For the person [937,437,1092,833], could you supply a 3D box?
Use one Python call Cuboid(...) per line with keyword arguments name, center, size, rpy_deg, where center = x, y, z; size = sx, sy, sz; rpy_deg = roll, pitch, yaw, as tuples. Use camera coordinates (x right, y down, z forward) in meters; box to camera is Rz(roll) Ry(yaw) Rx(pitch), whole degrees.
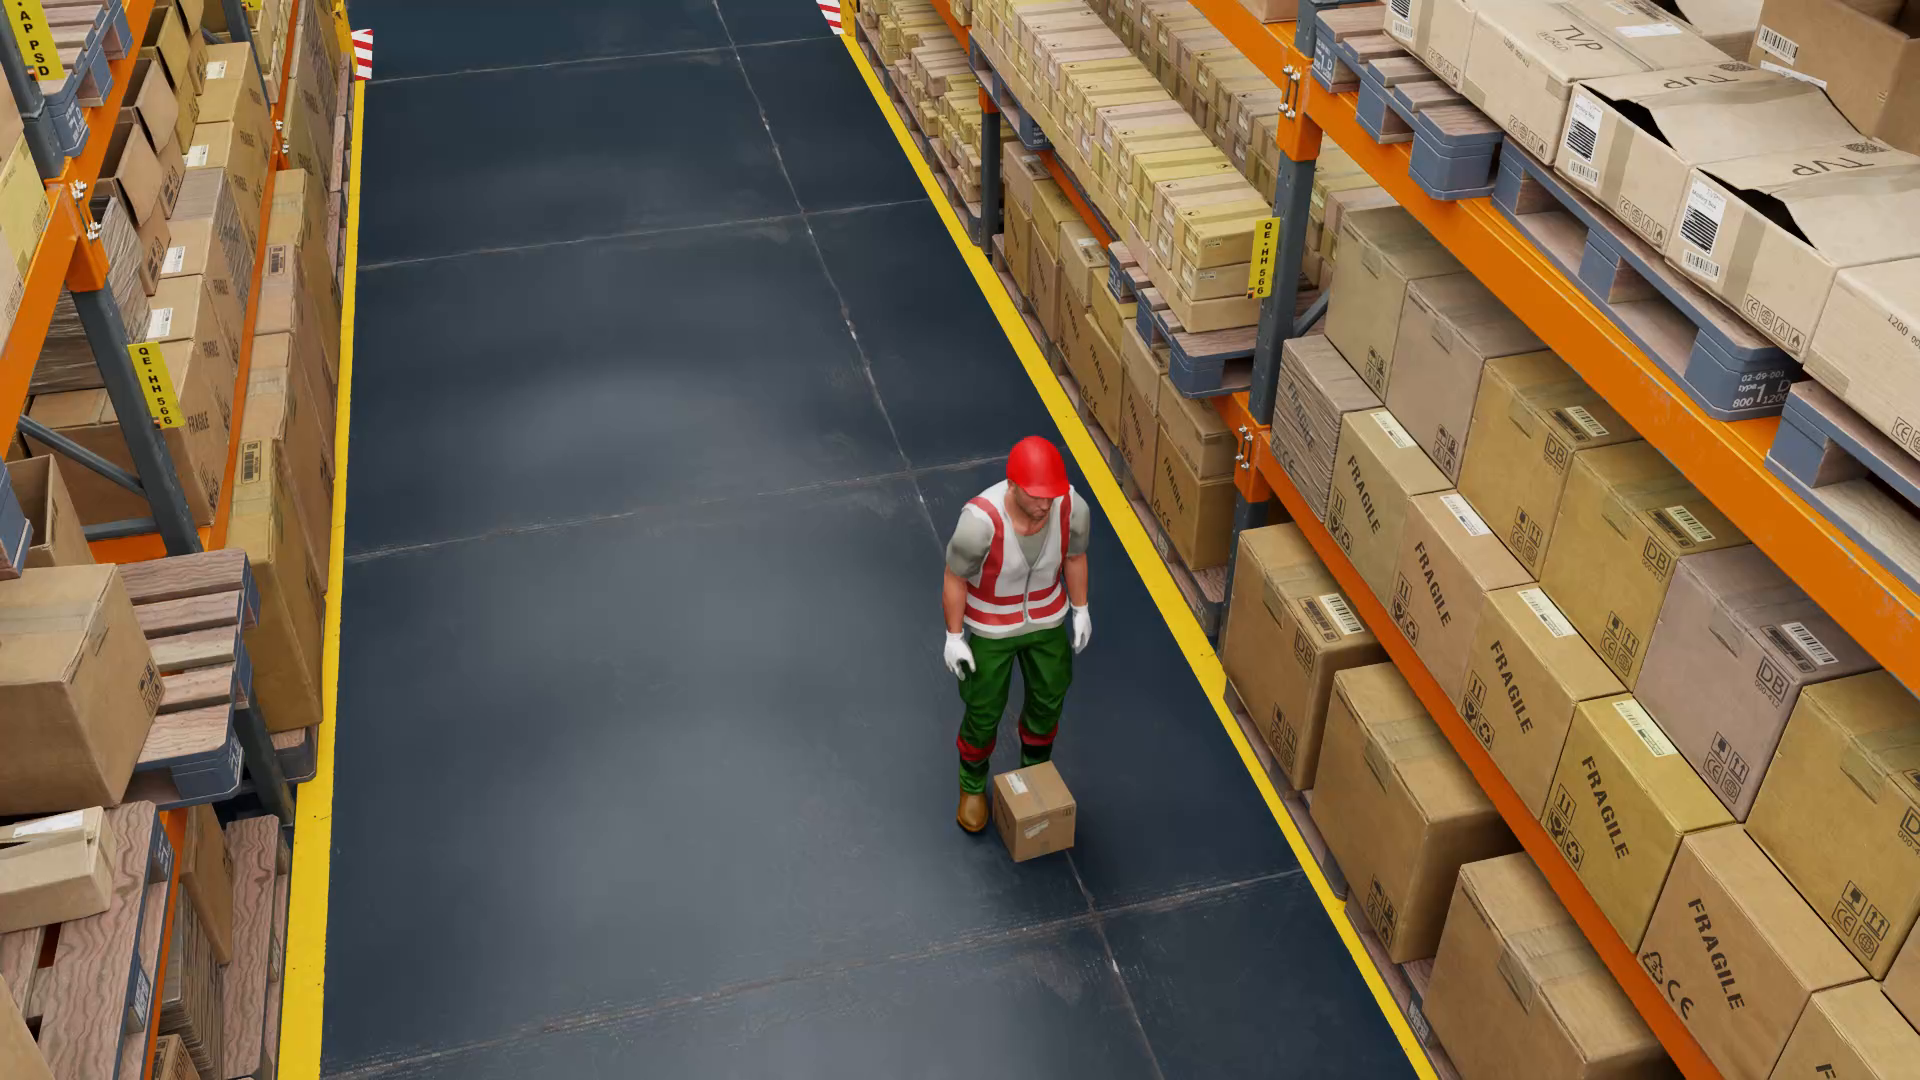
Cuboid(name="person", center=(0.207, 0.341, 6.263), size=(0.610, 1.780, 0.448), rpy_deg=(-10, 39, -12))
